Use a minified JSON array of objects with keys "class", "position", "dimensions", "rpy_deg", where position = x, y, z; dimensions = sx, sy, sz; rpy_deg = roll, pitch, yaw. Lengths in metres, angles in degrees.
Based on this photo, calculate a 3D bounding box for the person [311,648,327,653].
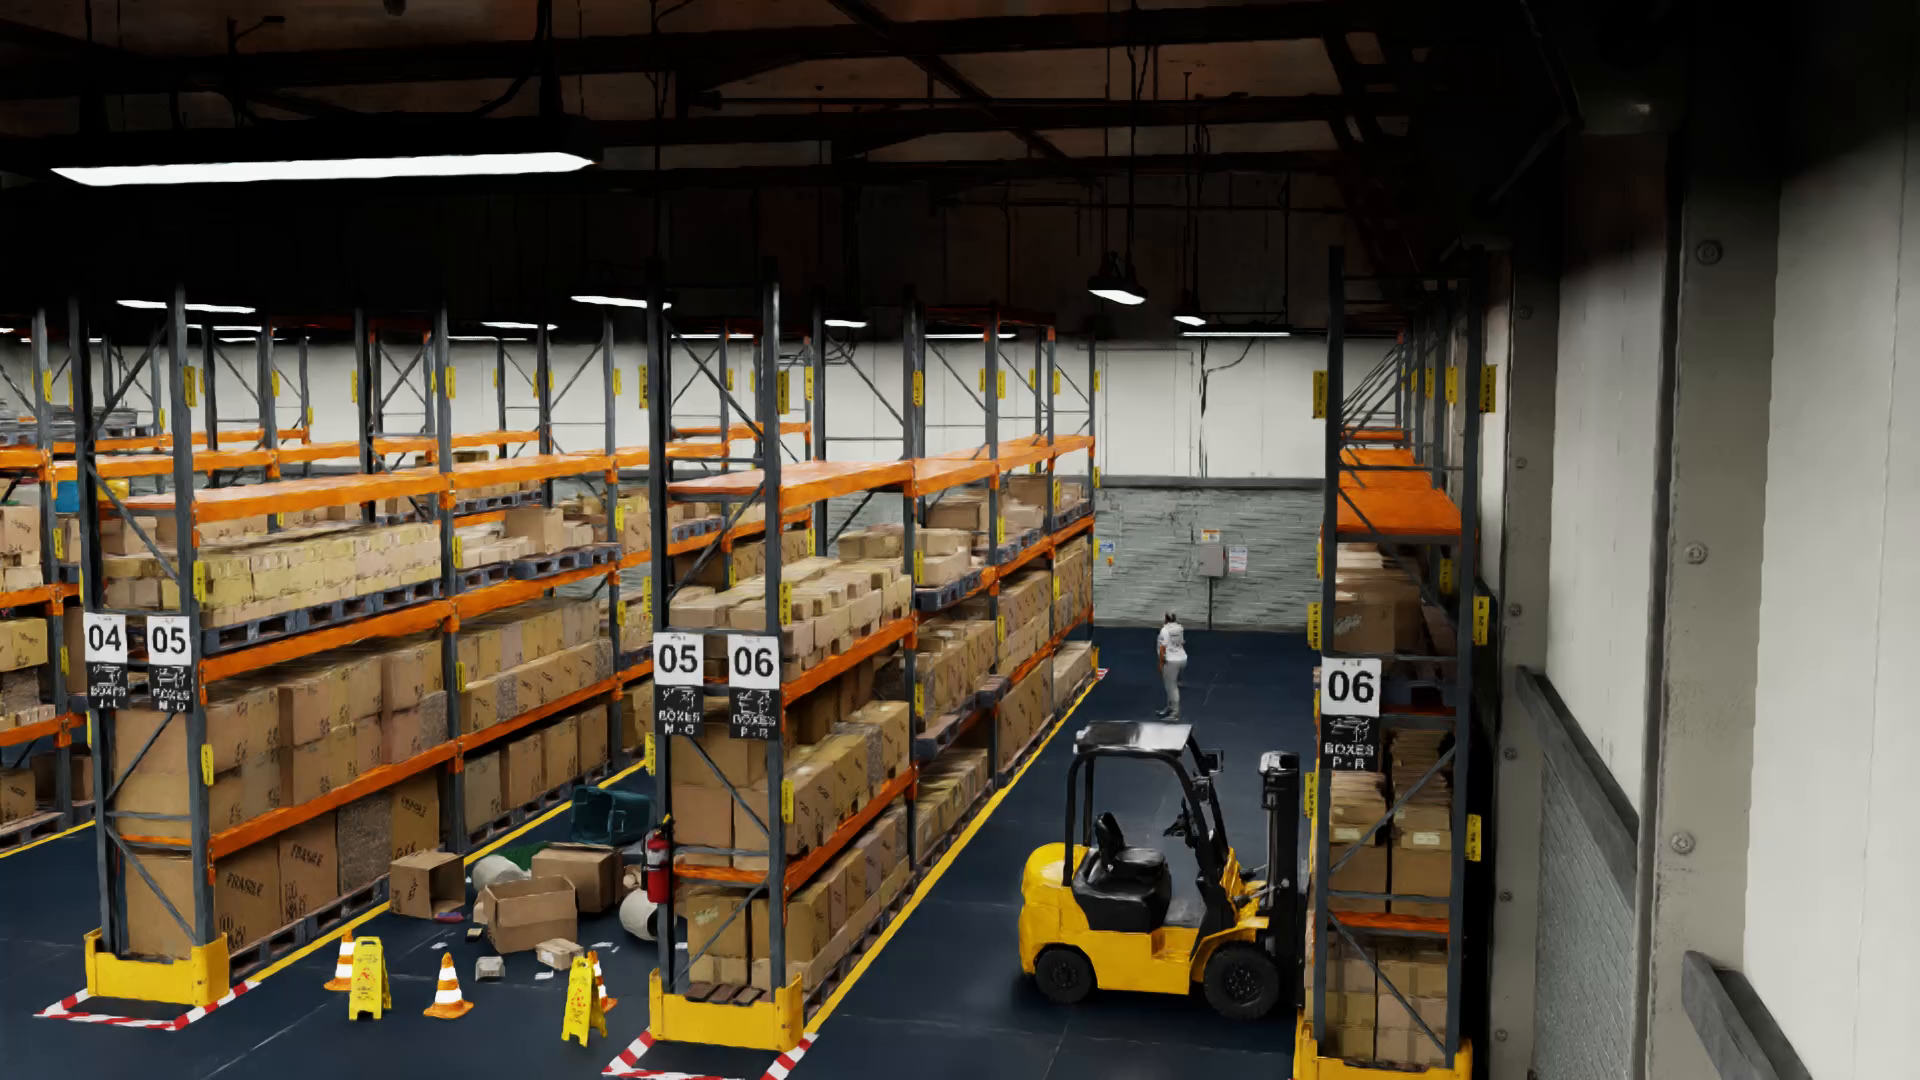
[{"class":"person","position":[-8.278,2.123,21.517],"dimensions":[0.554,1.724,1.029],"rpy_deg":[0,6,5]}]

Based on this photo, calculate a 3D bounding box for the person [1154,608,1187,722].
[{"class":"person","position":[3.119,1.829,24.747],"dimensions":[0.562,1.655,0.612],"rpy_deg":[4,7,37]}]
